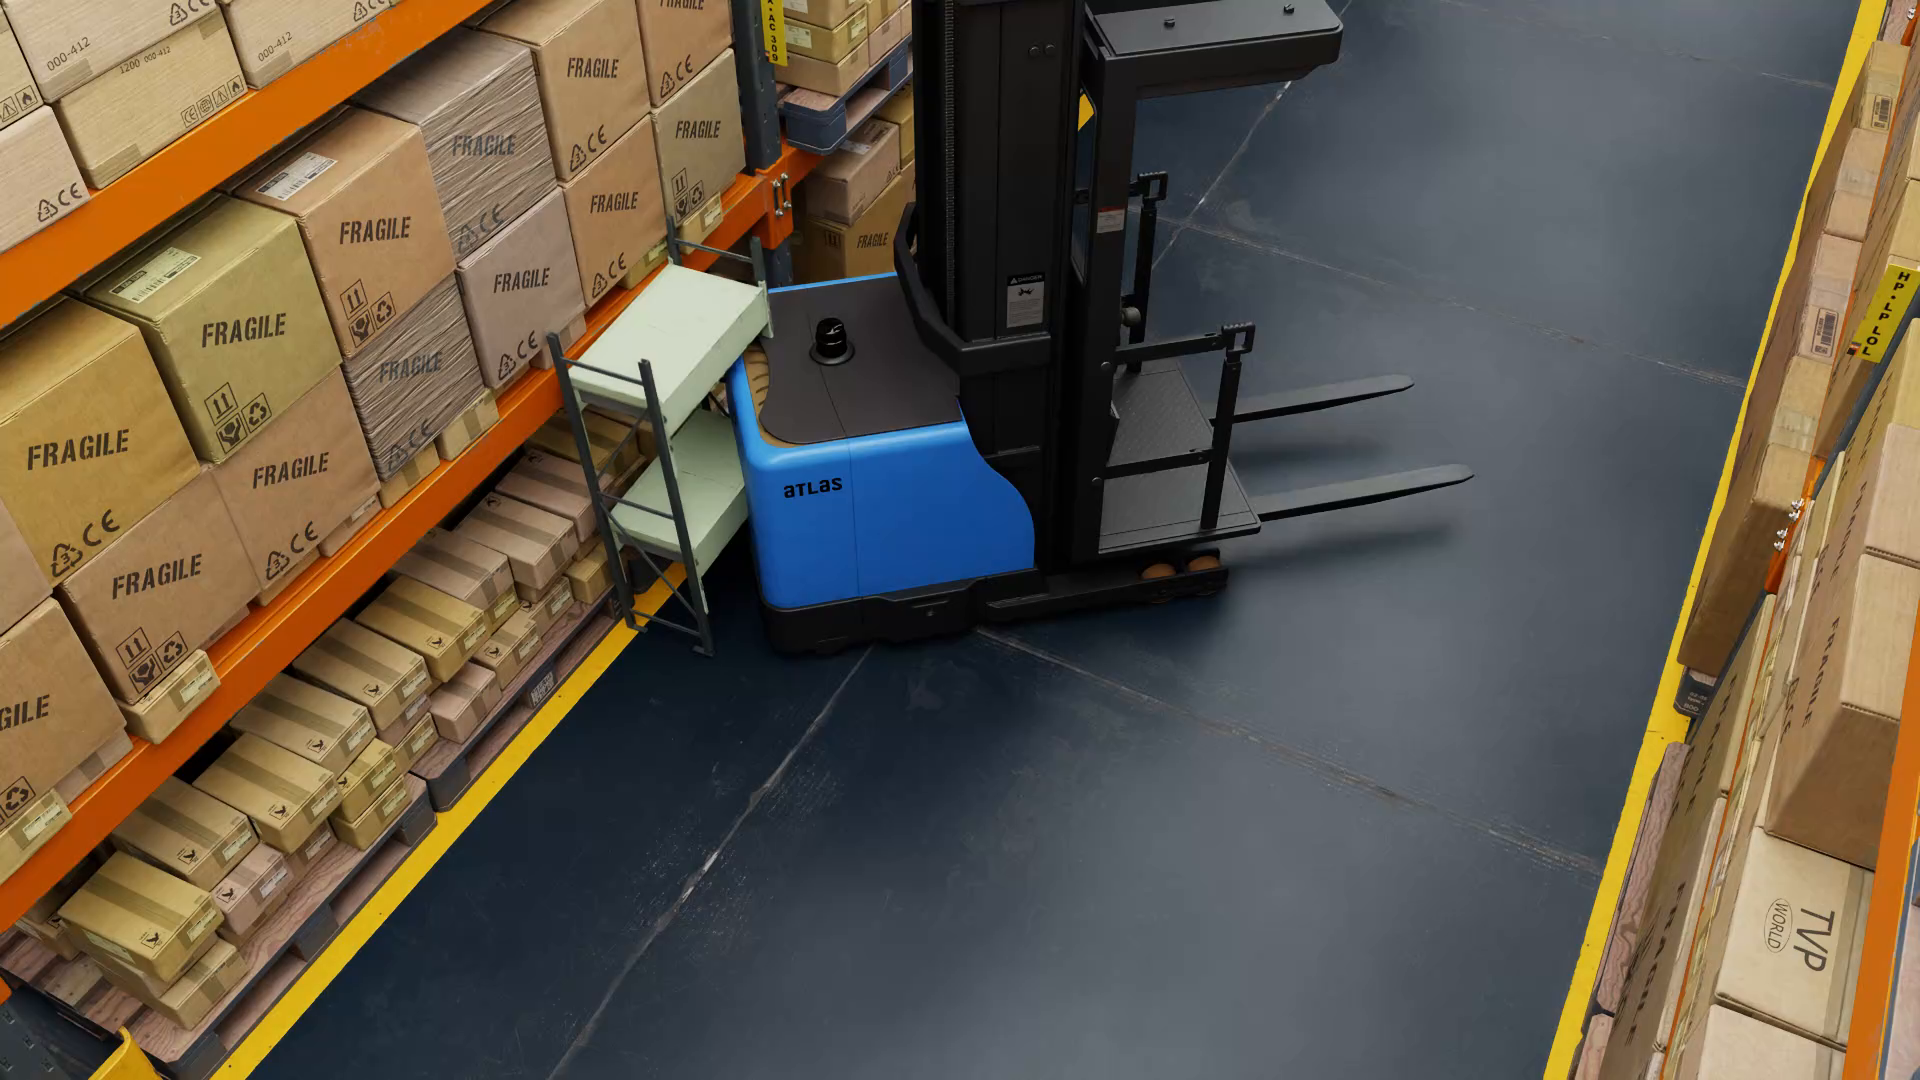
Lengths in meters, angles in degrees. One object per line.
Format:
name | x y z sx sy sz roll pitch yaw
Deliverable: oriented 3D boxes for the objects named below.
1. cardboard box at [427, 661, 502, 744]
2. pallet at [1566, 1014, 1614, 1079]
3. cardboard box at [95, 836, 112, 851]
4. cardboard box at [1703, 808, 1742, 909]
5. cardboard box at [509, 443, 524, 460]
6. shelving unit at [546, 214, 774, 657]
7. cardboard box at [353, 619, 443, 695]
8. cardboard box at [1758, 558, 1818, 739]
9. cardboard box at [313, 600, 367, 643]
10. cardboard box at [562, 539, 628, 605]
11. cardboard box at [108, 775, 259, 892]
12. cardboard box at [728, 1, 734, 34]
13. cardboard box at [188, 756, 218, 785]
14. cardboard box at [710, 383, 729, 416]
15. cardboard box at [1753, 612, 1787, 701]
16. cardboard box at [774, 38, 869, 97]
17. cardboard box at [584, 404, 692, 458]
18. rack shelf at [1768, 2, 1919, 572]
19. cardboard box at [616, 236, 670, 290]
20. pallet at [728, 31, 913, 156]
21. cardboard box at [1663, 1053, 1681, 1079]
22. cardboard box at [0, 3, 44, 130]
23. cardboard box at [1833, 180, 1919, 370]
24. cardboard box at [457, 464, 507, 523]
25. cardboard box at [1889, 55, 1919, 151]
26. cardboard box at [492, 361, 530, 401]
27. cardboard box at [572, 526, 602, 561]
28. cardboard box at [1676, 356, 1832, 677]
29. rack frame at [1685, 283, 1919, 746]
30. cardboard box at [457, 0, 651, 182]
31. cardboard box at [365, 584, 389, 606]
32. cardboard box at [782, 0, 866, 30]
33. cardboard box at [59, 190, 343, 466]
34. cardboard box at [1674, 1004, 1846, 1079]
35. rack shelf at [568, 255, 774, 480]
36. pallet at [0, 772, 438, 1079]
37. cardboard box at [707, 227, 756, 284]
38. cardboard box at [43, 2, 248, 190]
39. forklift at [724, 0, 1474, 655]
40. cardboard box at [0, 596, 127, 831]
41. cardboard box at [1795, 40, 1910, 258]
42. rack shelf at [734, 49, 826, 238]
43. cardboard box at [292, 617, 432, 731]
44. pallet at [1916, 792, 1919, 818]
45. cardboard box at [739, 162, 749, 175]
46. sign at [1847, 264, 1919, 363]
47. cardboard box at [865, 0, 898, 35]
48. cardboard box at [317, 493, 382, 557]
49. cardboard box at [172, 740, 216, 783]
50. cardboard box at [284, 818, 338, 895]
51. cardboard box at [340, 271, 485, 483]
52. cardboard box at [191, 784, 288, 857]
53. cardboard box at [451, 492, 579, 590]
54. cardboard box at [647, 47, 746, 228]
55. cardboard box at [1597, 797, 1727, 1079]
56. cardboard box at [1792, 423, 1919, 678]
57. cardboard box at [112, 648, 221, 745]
cardboard box | -1.915 0.554 6.083 0.380 0.149 0.250 18 48 17
pallet | 2.174 2.106 4.801 1.003 0.211 1.213 20 49 19
cardboard box | -2.853 0.808 5.413 0.380 0.149 0.250 21 49 20
cardboard box | 2.128 0.882 4.226 0.380 0.149 0.250 21 49 19
cardboard box | -1.884 -0.505 6.711 0.380 0.149 0.250 19 48 18
shelving unit | -1.025 -0.364 6.304 0.431 1.500 0.755 17 49 19
cardboard box | -2.016 0.378 6.048 0.380 0.149 0.250 23 50 21
cardboard box | 2.476 0.370 4.452 0.500 0.250 0.500 20 49 19
cardboard box | -2.446 0.229 6.195 0.380 0.149 0.250 23 50 21
cardboard box | -1.546 0.065 6.565 0.380 0.149 0.250 20 49 19
cardboard box | -2.476 0.933 5.289 0.380 0.149 0.250 21 49 20
cardboard box | -1.176 -2.175 6.952 0.380 0.149 0.250 19 48 18
cardboard box | -2.754 0.840 5.800 0.380 0.149 0.250 20 49 19
cardboard box | -1.164 -0.573 6.987 0.380 0.149 0.250 18 48 17
cardboard box | 2.485 0.397 4.705 0.380 0.149 0.250 22 49 20
cardboard box | -0.595 -1.956 6.736 0.380 0.149 0.250 18 48 17
cardboard box | -1.313 -0.512 6.718 0.380 0.149 0.250 20 49 19
rack shelf | 4.089 -1.106 6.520 1.077 0.370 4.000 20 49 19
cardboard box | -1.311 -1.108 6.193 0.380 0.149 0.250 22 49 21
pallet | -0.702 -2.167 7.197 1.003 0.211 1.213 20 49 19
cardboard box | 1.771 1.368 3.745 0.380 0.149 0.250 21 49 19
cardboard box | -2.367 -0.978 3.533 0.500 0.250 0.500 20 49 19
cardboard box | 3.372 -0.829 5.670 0.500 0.500 0.500 22 49 20
cardboard box | -2.032 -0.239 6.657 0.380 0.149 0.250 23 50 21
cardboard box | 4.079 -1.788 6.618 0.500 0.500 0.500 20 49 18
cardboard box | -1.717 -0.630 5.720 0.380 0.149 0.250 20 49 18
cardboard box | -1.578 -0.105 6.525 0.380 0.149 0.250 22 49 20
cardboard box | 3.440 0.090 6.030 1.225 0.875 0.875 21 49 19
rack frame | 3.161 -0.099 5.019 1.000 3.000 0.127 20 49 19
cardboard box | -1.399 -1.579 5.499 0.500 0.500 0.500 19 48 18
cardboard box | -2.259 0.199 6.434 0.380 0.149 0.250 22 49 20
cardboard box | -0.595 -2.165 6.524 0.380 0.149 0.250 23 50 21
cardboard box | -2.109 -0.607 4.539 0.500 0.500 0.500 19 48 18
cardboard box | 1.766 1.336 3.497 0.500 0.250 0.500 19 48 18
rack shelf | -1.039 -0.634 6.022 0.431 0.370 0.720 17 49 19
pallet | -2.598 1.151 5.743 1.003 0.211 1.213 20 49 19
cardboard box | -1.065 -1.619 7.983 0.500 0.500 0.500 20 49 18
cardboard box | -2.131 -1.140 4.044 0.500 0.250 0.500 19 48 18
forklift | 0.612 -1.132 6.088 3.031 2.935 1.130 -9 46 -9
cardboard box | -2.589 0.388 4.258 0.500 0.500 0.500 23 50 21
cardboard box | 4.679 -1.592 7.693 1.225 0.875 0.875 18 48 17
rack shelf | -0.257 -2.808 8.202 1.077 0.370 4.000 20 49 19
cardboard box | -2.067 0.462 5.755 0.380 0.149 0.250 22 49 21
pallet | 2.205 0.155 2.721 1.003 0.211 1.213 20 49 19
cardboard box | -1.063 -1.886 7.720 0.500 0.250 0.500 19 48 18
sign | 2.676 -0.652 4.806 0.100 0.325 0.005 20 49 19
cardboard box | -0.476 -2.225 6.792 0.380 0.149 0.250 20 49 18
cardboard box | -2.061 -0.132 5.228 0.380 0.149 0.250 20 49 18
cardboard box | -2.810 0.715 5.715 0.380 0.149 0.250 19 48 17
cardboard box | -2.357 0.999 5.643 0.380 0.149 0.250 21 49 19
cardboard box | -1.893 -0.585 5.220 0.500 0.500 0.500 19 48 18
cardboard box | -2.359 0.887 5.545 0.380 0.149 0.250 21 49 20
cardboard box | -1.660 0.001 6.211 0.380 0.149 0.250 19 48 18
cardboard box | -1.160 -1.542 6.166 0.500 0.500 0.500 21 49 19
cardboard box | 2.366 1.456 4.680 0.875 0.875 0.875 20 49 19
cardboard box | 2.477 0.110 4.181 0.500 0.500 0.500 20 49 19
cardboard box | -2.348 0.386 4.716 0.380 0.149 0.250 19 48 18
